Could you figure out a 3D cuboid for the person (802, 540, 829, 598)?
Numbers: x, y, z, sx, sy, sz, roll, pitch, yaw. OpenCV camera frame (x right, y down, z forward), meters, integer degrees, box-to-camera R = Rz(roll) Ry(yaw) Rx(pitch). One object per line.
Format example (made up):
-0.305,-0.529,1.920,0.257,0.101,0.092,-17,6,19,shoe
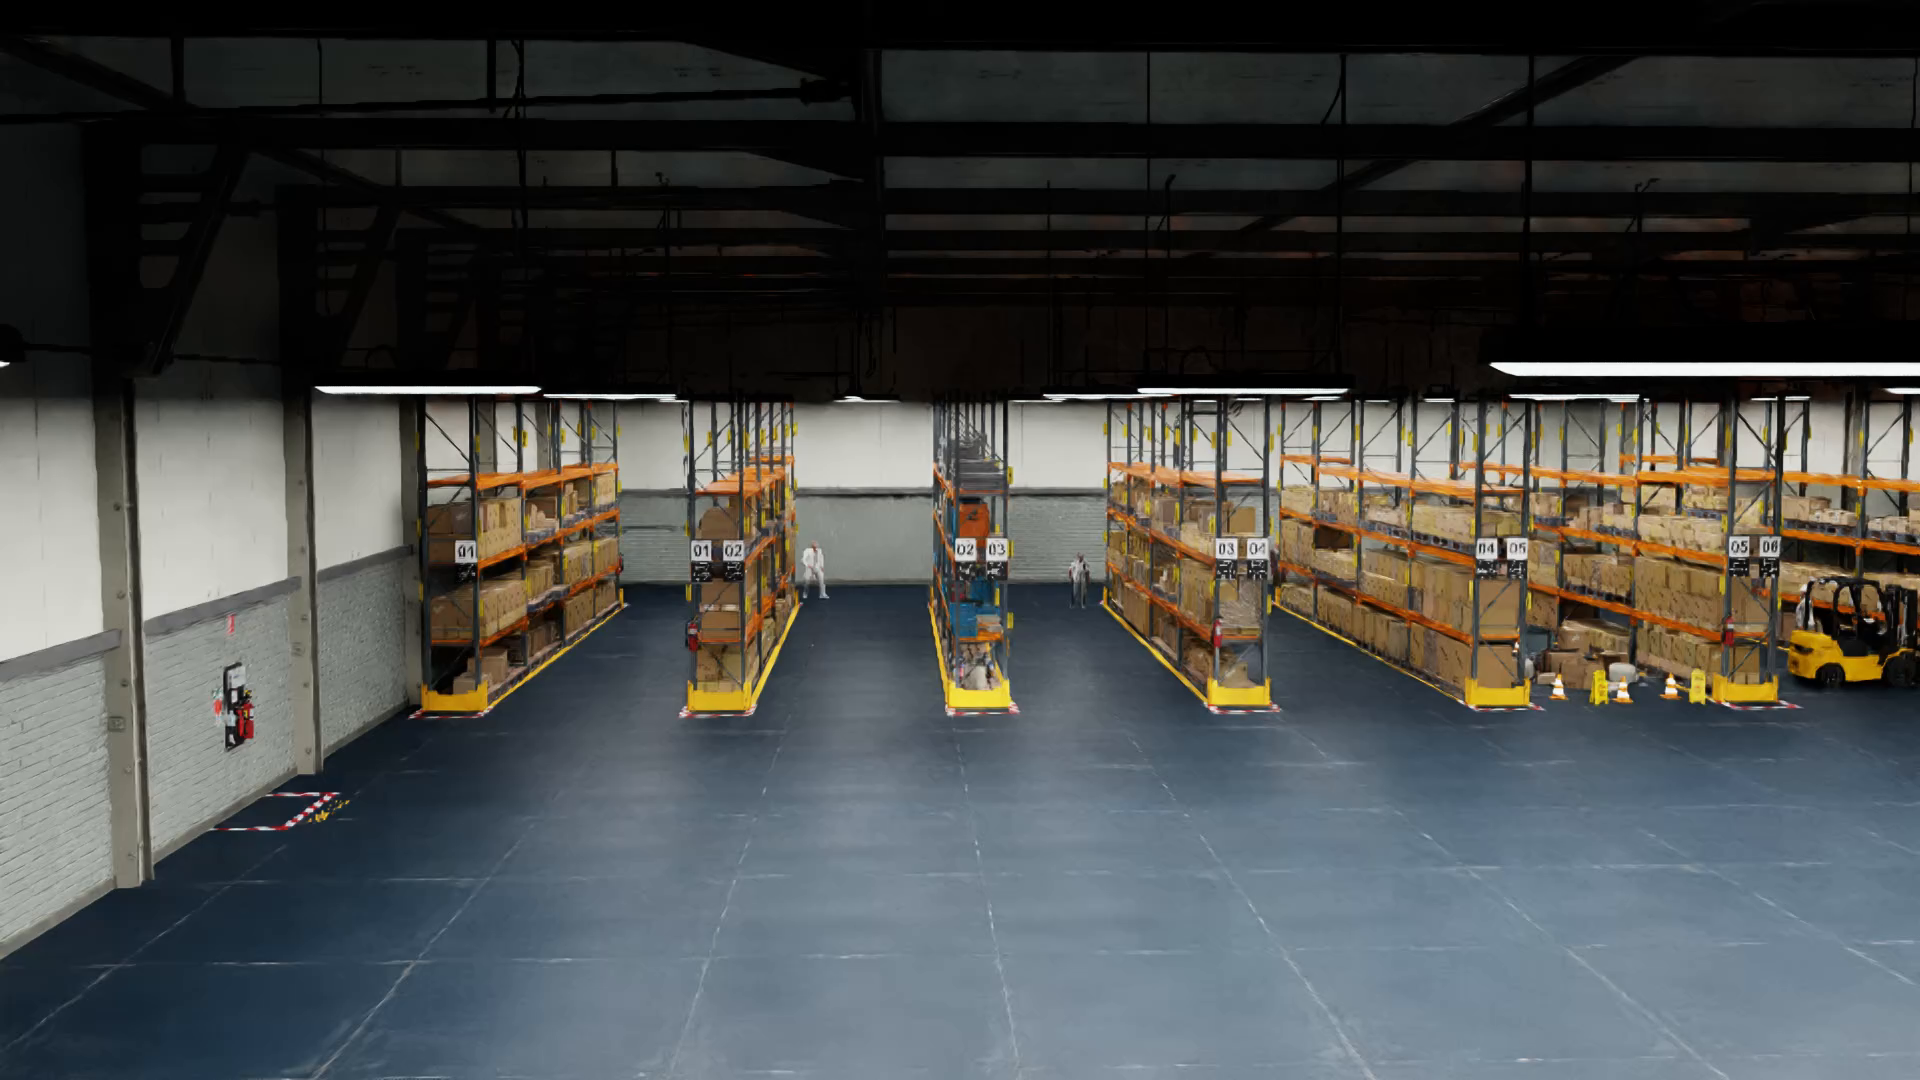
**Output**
-4.325,0.855,49.090,0.734,1.712,0.905,-2,5,-19,person

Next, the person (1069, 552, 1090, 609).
3.348,1.121,46.577,0.592,1.629,0.526,0,5,-4,person

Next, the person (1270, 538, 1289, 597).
9.539,0.809,49.497,0.620,1.766,0.617,3,6,33,person

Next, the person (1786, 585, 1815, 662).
18.446,1.859,36.399,0.577,1.766,0.624,2,5,24,person
